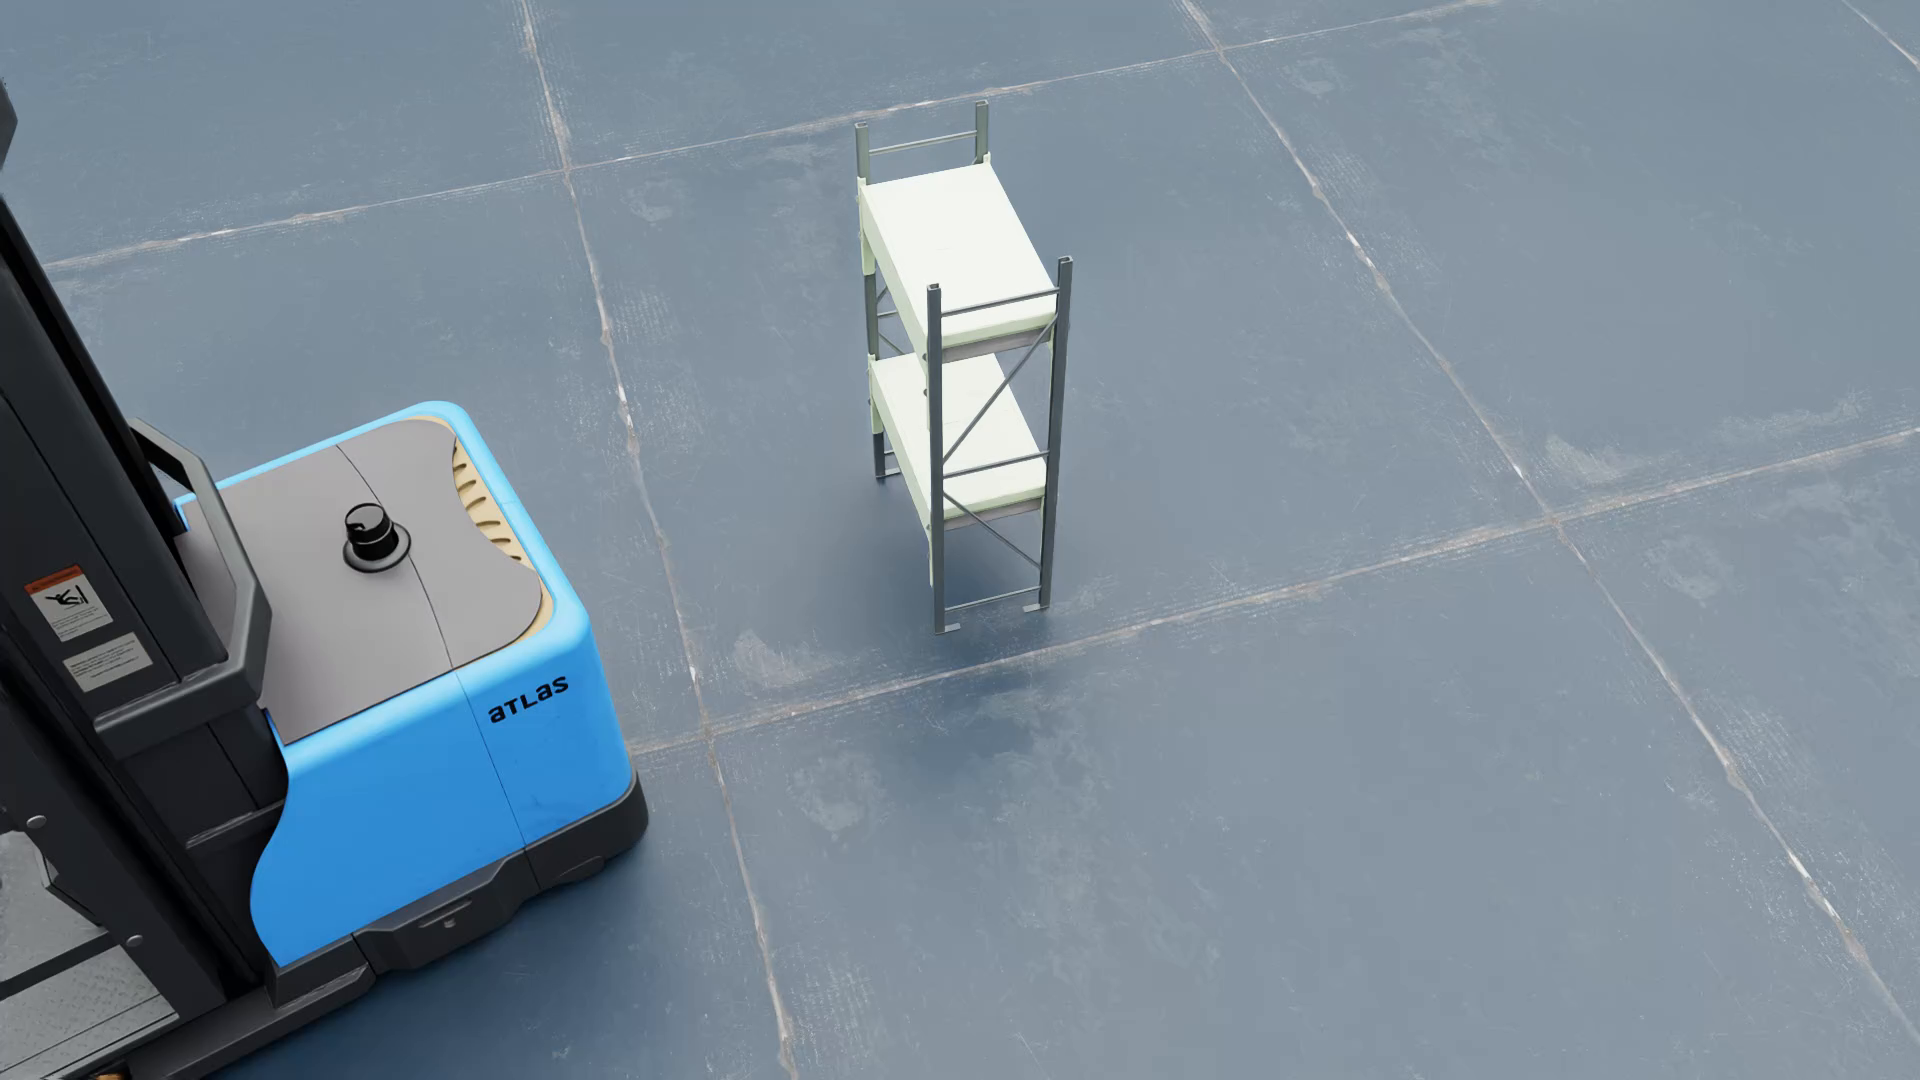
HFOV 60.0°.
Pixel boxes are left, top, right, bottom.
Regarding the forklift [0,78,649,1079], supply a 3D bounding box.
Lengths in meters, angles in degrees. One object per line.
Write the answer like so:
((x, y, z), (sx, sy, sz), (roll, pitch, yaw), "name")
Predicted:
((-2.450, 0.238, 3.633), (3.031, 2.935, 1.130), (-25, 54, -20), "forklift")

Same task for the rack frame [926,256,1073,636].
((0.106, -0.221, 4.955), (0.400, 1.500, 0.023), (-13, 51, -11), "rack frame")

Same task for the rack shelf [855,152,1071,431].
((-0.002, -0.740, 4.882), (0.431, 0.370, 0.720), (-13, 51, -11), "rack shelf")

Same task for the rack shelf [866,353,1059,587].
((-0.002, -0.278, 5.430), (0.431, 0.370, 0.720), (-13, 51, -11), "rack shelf")

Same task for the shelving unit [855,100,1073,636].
((-0.002, -0.488, 5.181), (0.431, 1.500, 0.755), (-13, 51, -11), "shelving unit")

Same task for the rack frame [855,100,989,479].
((-0.110, -0.756, 5.406), (0.400, 1.500, 0.023), (-13, 51, -11), "rack frame")
